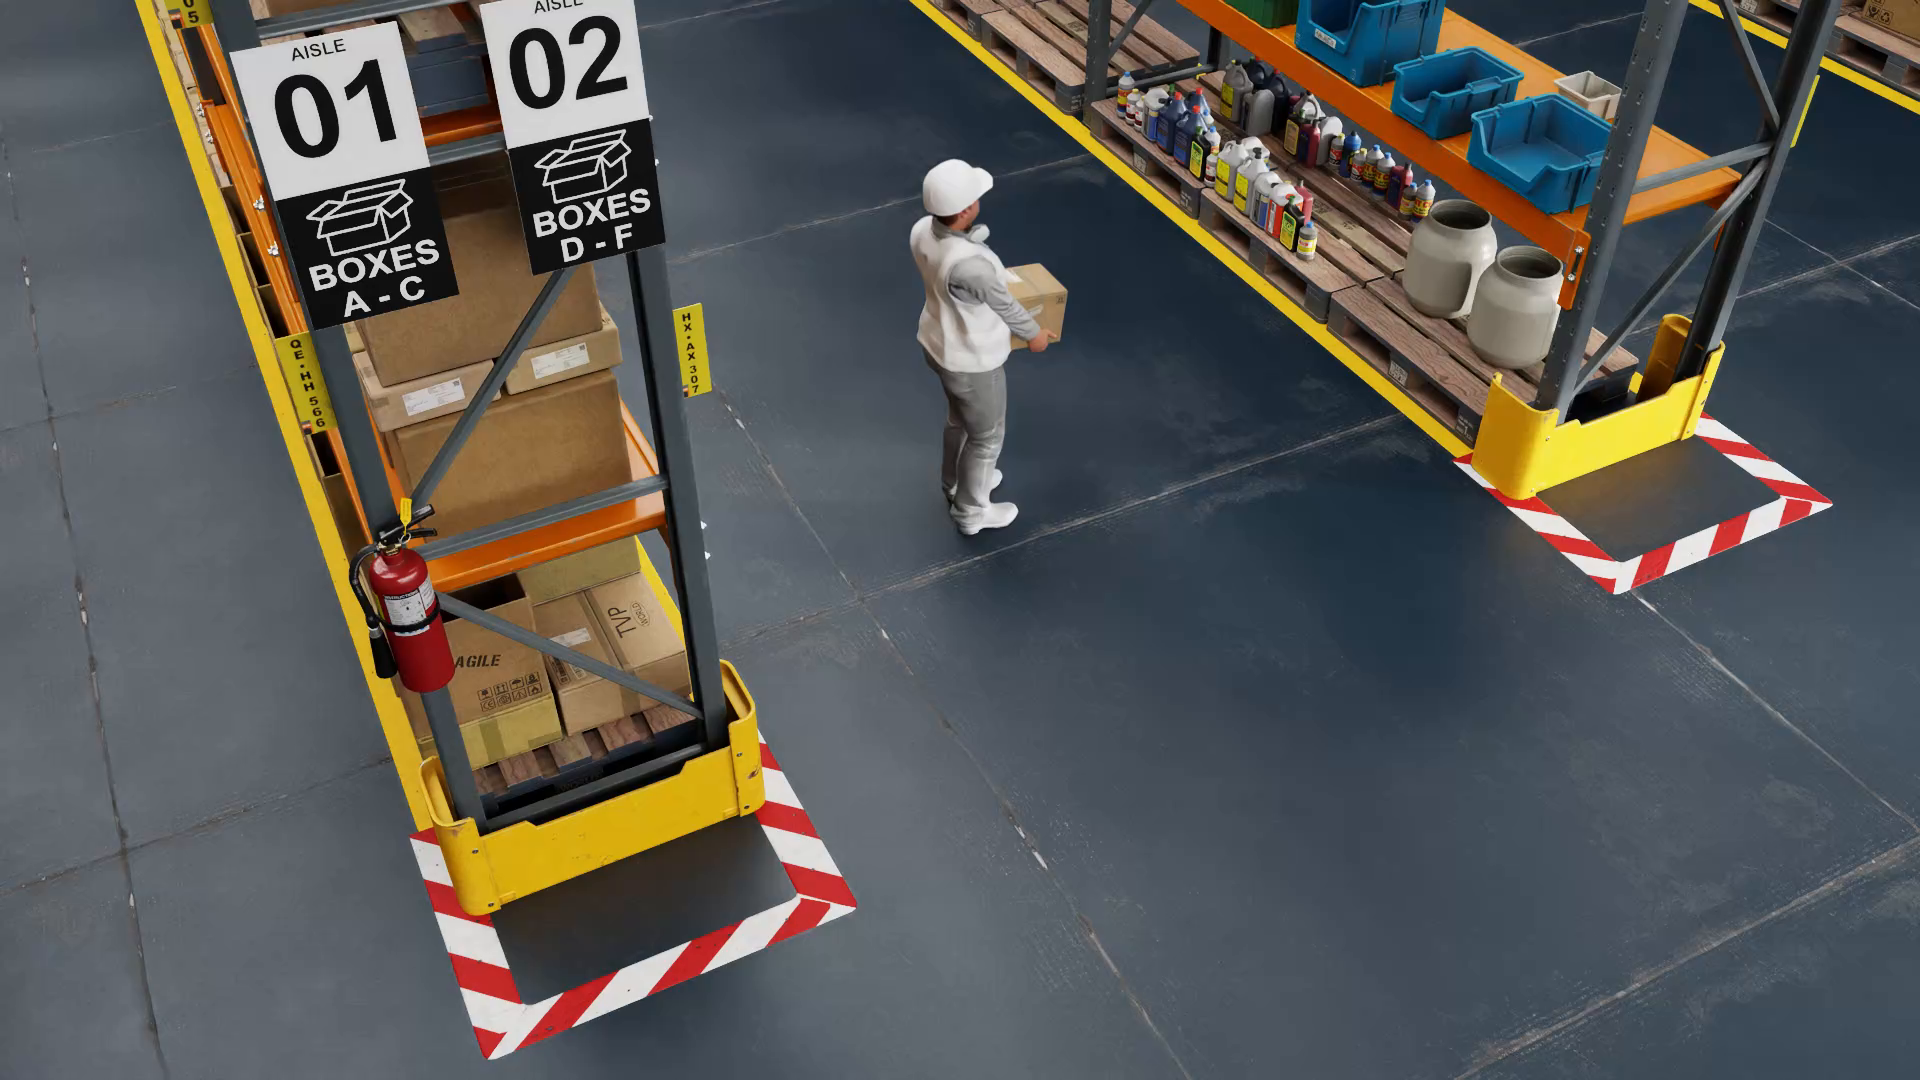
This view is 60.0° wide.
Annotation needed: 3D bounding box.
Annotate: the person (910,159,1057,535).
[{"bbox_3d":[0.101,-0.850,7.123,0.546,1.765,0.494,-18,44,-20],"label":"person"}]
